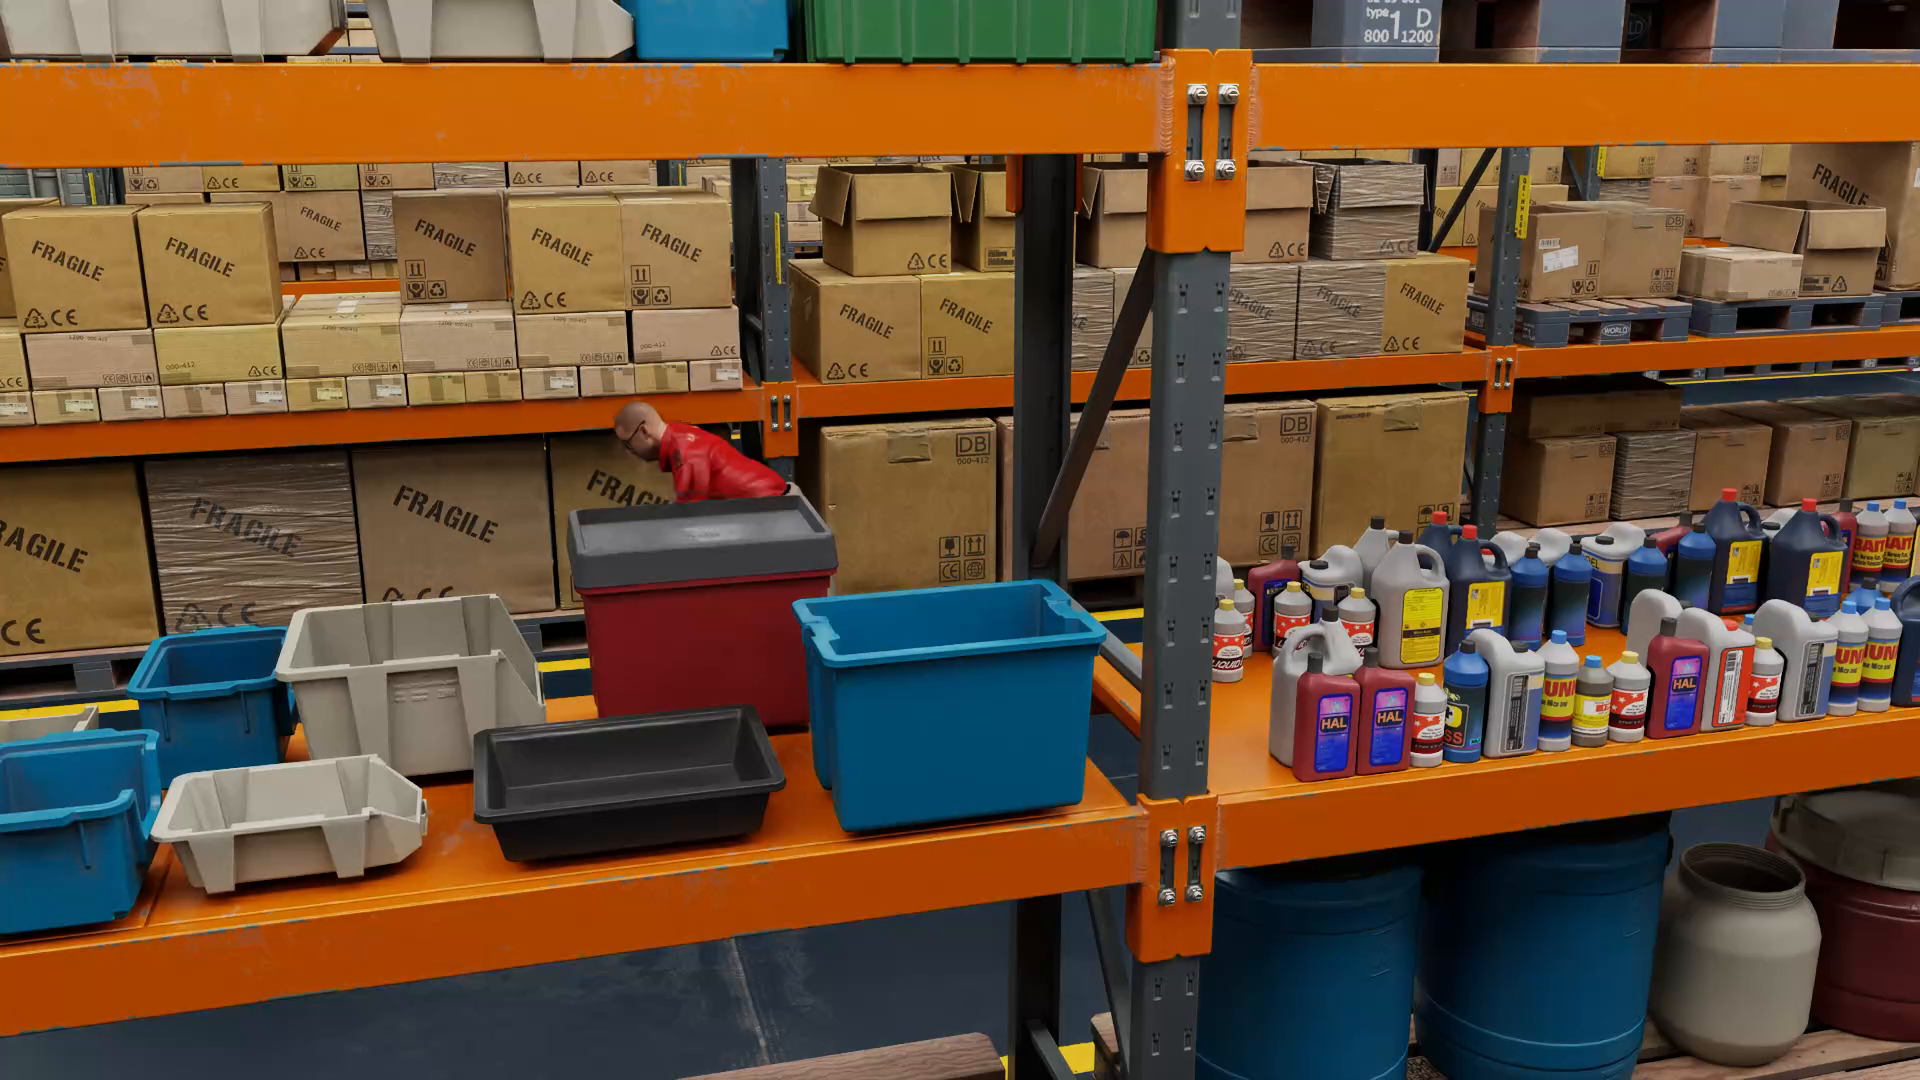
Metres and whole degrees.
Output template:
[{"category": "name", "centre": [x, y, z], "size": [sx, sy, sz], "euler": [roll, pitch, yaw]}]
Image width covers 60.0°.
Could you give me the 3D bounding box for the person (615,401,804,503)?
[{"category": "person", "centre": [-1.047, 0.100, 7.243], "size": [0.833, 1.443, 0.478], "euler": [0, 16, -1]}]
